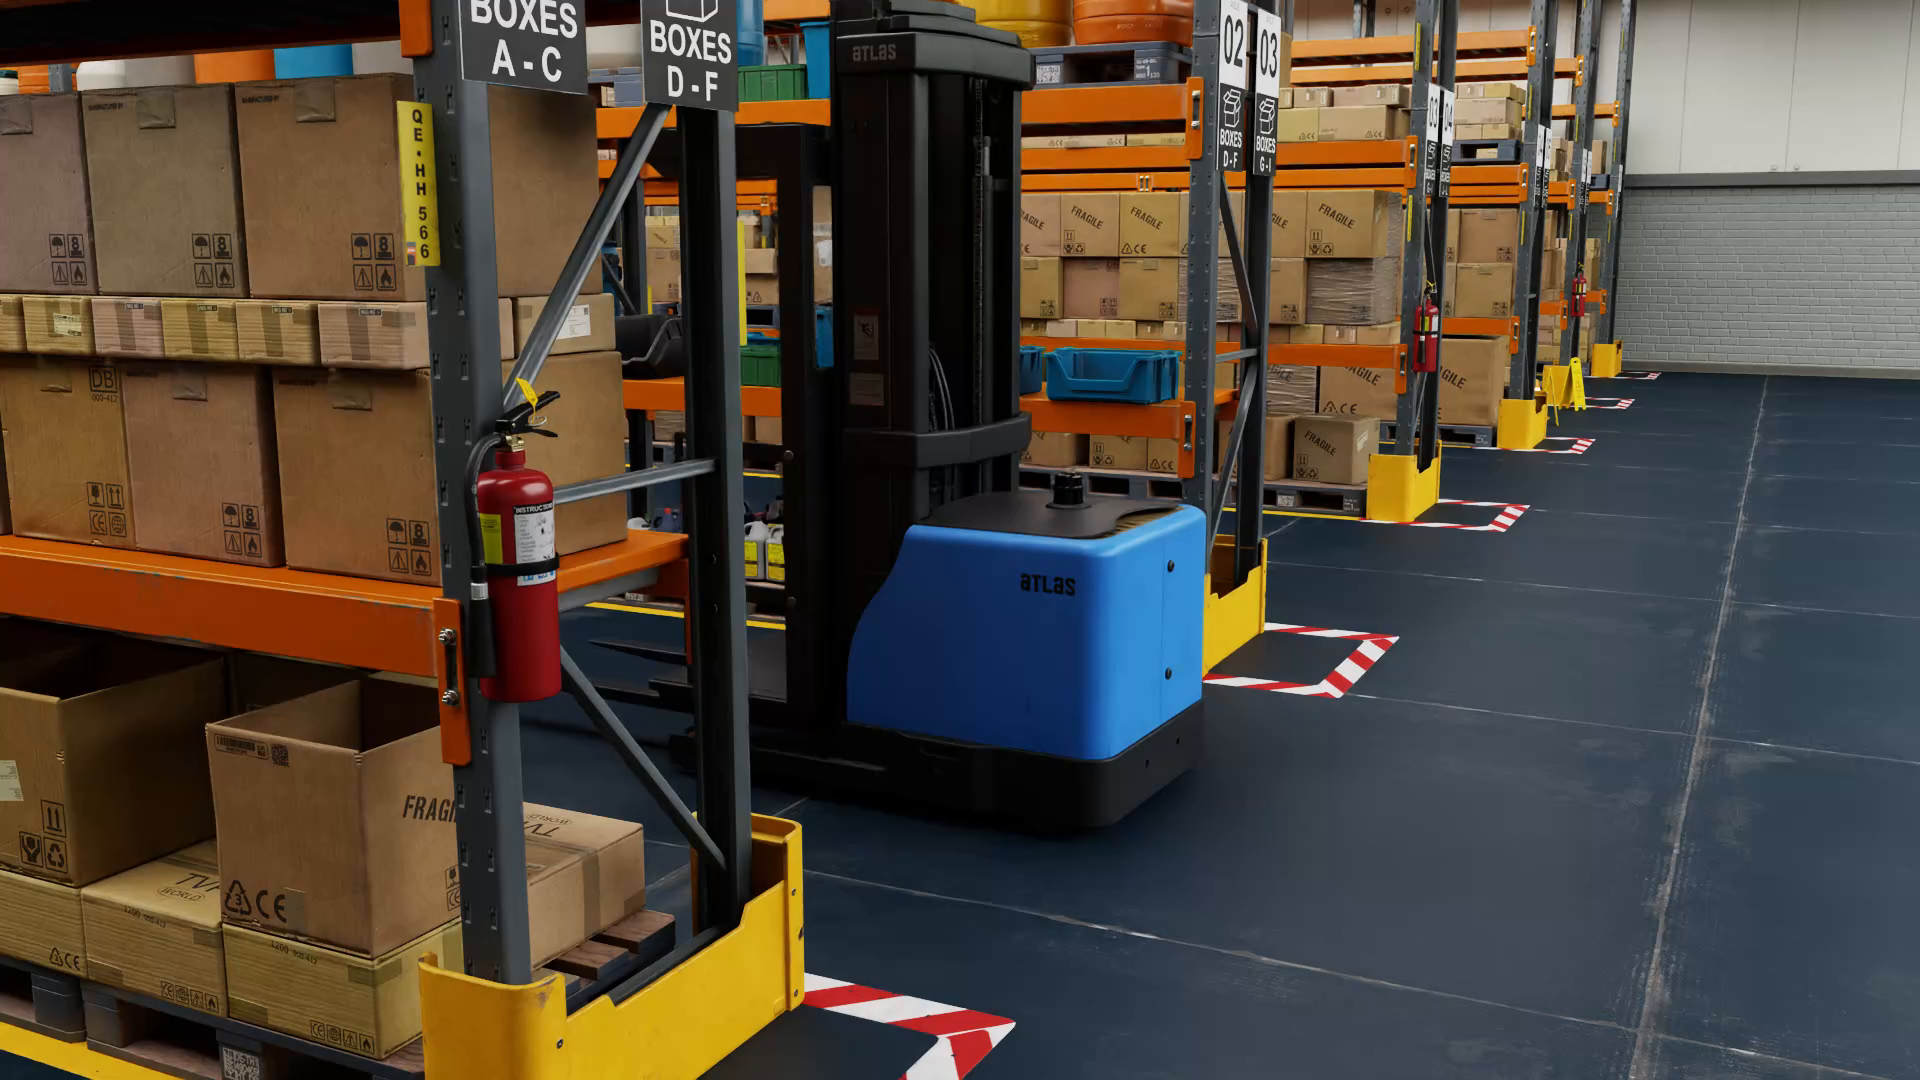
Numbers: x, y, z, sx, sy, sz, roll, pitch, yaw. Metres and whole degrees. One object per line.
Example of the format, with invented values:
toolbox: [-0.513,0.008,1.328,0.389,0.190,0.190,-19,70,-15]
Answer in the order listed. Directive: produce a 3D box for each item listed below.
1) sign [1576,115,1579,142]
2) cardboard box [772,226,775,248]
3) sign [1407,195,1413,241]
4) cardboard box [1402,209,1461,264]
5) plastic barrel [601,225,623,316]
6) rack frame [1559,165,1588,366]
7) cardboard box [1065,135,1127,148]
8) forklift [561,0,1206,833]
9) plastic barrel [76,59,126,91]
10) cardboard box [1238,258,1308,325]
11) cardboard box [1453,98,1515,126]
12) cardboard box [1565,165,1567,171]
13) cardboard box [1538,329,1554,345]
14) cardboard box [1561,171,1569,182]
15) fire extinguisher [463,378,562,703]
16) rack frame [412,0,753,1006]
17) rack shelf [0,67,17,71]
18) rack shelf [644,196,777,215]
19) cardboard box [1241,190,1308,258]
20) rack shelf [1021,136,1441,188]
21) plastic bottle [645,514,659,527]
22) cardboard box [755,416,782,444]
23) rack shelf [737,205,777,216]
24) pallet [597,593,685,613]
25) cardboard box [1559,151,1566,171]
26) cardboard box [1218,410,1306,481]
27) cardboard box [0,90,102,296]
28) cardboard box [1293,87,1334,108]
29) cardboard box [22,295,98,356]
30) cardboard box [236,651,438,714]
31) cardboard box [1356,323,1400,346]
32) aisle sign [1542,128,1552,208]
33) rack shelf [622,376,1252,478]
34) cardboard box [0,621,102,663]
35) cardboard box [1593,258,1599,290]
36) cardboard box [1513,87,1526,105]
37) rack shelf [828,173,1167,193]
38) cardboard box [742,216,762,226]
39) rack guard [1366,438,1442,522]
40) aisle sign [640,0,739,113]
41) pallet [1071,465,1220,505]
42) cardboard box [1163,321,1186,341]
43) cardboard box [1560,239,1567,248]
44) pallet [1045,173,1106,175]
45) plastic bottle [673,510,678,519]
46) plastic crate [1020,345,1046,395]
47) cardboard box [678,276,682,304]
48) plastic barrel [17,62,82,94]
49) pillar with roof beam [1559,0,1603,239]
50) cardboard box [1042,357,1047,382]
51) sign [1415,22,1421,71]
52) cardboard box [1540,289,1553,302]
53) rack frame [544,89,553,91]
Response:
sign: [7.661,-5.112,20.642,0.005,0.325,0.100,5,11,26]
cardboard box: [-3.156,-4.850,27.016,0.500,0.500,0.500,5,11,26]
sign: [3.277,-2.342,12.111,0.005,0.325,0.100,5,11,26]
cardboard box: [4.976,-3.158,17.301,0.550,0.550,0.875,5,11,26]
plastic barrel: [-2.451,-1.554,10.485,0.708,0.901,0.600,5,11,26]
rack frame: [7.925,-3.287,21.469,0.127,3.000,1.000,5,11,26]
cardboard box: [1.161,-3.263,13.338,0.500,0.250,0.500,5,11,24]
forklift: [-0.573,-0.575,6.676,3.031,2.935,1.130,6,12,28]
plastic barrel: [-5.683,-3.001,11.153,0.421,0.512,0.421,0,10,0]
cardboard box: [2.558,-1.968,13.064,0.500,0.500,0.875,5,11,26]
cardboard box: [5.263,-4.287,16.696,0.500,0.250,0.500,5,11,27]
cardboard box: [9.241,-5.705,25.652,0.250,0.149,0.380,5,11,24]
cardboard box: [9.098,-3.209,26.177,0.500,0.250,0.500,5,11,25]
cardboard box: [7.771,-4.717,21.655,0.250,0.149,0.380,5,11,26]
fire extinguisher: [-0.946,-0.001,3.529,0.183,0.674,0.296,5,11,26]
rack frame: [-0.846,-0.122,3.983,0.127,3.000,1.000,5,11,26]
rack shelf: [-9.015,-5.209,18.385,4.000,0.370,1.077,5,11,26]
rack shelf: [-4.630,-5.512,27.361,4.000,0.370,1.077,5,11,26]
cardboard box: [2.487,-2.434,12.833,0.500,0.500,0.500,5,11,26]
rack shelf: [1.747,-2.984,13.391,4.000,0.370,1.077,5,11,26]
plastic bottle: [-1.798,-0.009,9.749,0.133,0.283,0.061,5,11,26]
cardboard box: [-1.509,-1.142,15.402,0.500,0.500,0.700,4,11,21]
rack shelf: [-2.437,-6.305,31.743,4.000,0.370,1.077,5,11,26]
pallet: [-1.655,0.203,10.014,1.213,0.211,1.003,5,11,26]
cardboard box: [7.592,-4.918,21.642,0.500,0.250,0.500,5,11,25]
cardboard box: [2.436,-0.774,13.425,0.500,0.500,0.500,9,14,41]
cardboard box: [-2.233,-0.933,4.539,0.500,0.500,0.700,5,11,26]
cardboard box: [2.678,-3.318,12.519,0.250,0.149,0.380,4,11,23]
cardboard box: [-2.198,-0.572,4.364,0.250,0.149,0.380,5,12,28]
cardboard box: [-1.678,0.538,4.770,0.500,0.500,0.500,5,11,26]
cardboard box: [3.193,-1.570,12.688,0.250,0.149,0.380,5,11,26]
aisle sign: [6.022,-3.810,17.059,0.004,0.787,0.394,5,11,26]
rack shelf: [-0.445,-0.717,9.288,4.000,0.370,1.077,5,11,26]
cardboard box: [-2.810,0.544,4.736,0.500,0.500,0.500,5,11,26]
cardboard box: [9.797,-4.212,26.302,0.500,0.500,0.500,5,12,28]
cardboard box: [5.667,-4.566,17.121,0.250,0.149,0.380,5,11,26]
rack shelf: [0.445,-4.083,19.466,4.000,0.370,1.077,5,11,26]
cardboard box: [-3.253,-5.066,26.391,0.250,0.149,0.380,5,11,25]
rack guard: [3.472,-0.480,12.979,0.348,0.500,1.175,5,11,26]
aisle sign: [-0.652,-1.445,3.994,0.004,0.787,0.394,5,11,26]
pallet: [1.669,-0.504,13.922,1.213,0.211,1.003,5,11,26]
cardboard box: [1.802,-1.671,13.248,0.250,0.149,0.380,5,11,26]
cardboard box: [9.469,-4.604,25.807,0.250,0.149,0.380,5,11,26]
pallet: [1.394,-4.250,18.904,1.217,0.209,0.805,5,11,24]
plastic bottle: [-1.775,-0.089,10.421,0.097,0.201,0.097,0,10,0]
plastic crate: [0.187,-0.884,8.608,0.408,0.251,0.499,5,11,26]
cardboard box: [-2.233,-2.299,15.250,0.500,0.250,0.500,5,11,24]
plastic barrel: [-6.333,-3.483,11.743,0.708,0.830,0.600,5,11,26]
pillar with roof beam: [7.987,-6.543,22.616,0.400,9.000,9.100,5,11,26]
cardboard box: [0.778,-2.014,19.575,0.750,0.750,1.050,5,11,26]
sign: [3.277,-3.529,11.897,0.005,0.325,0.100,5,11,26]
cardboard box: [7.495,-3.159,21.465,0.250,0.149,0.380,5,12,28]
rack frame: [-3.634,-5.287,15.672,0.127,3.000,1.000,5,11,26]
